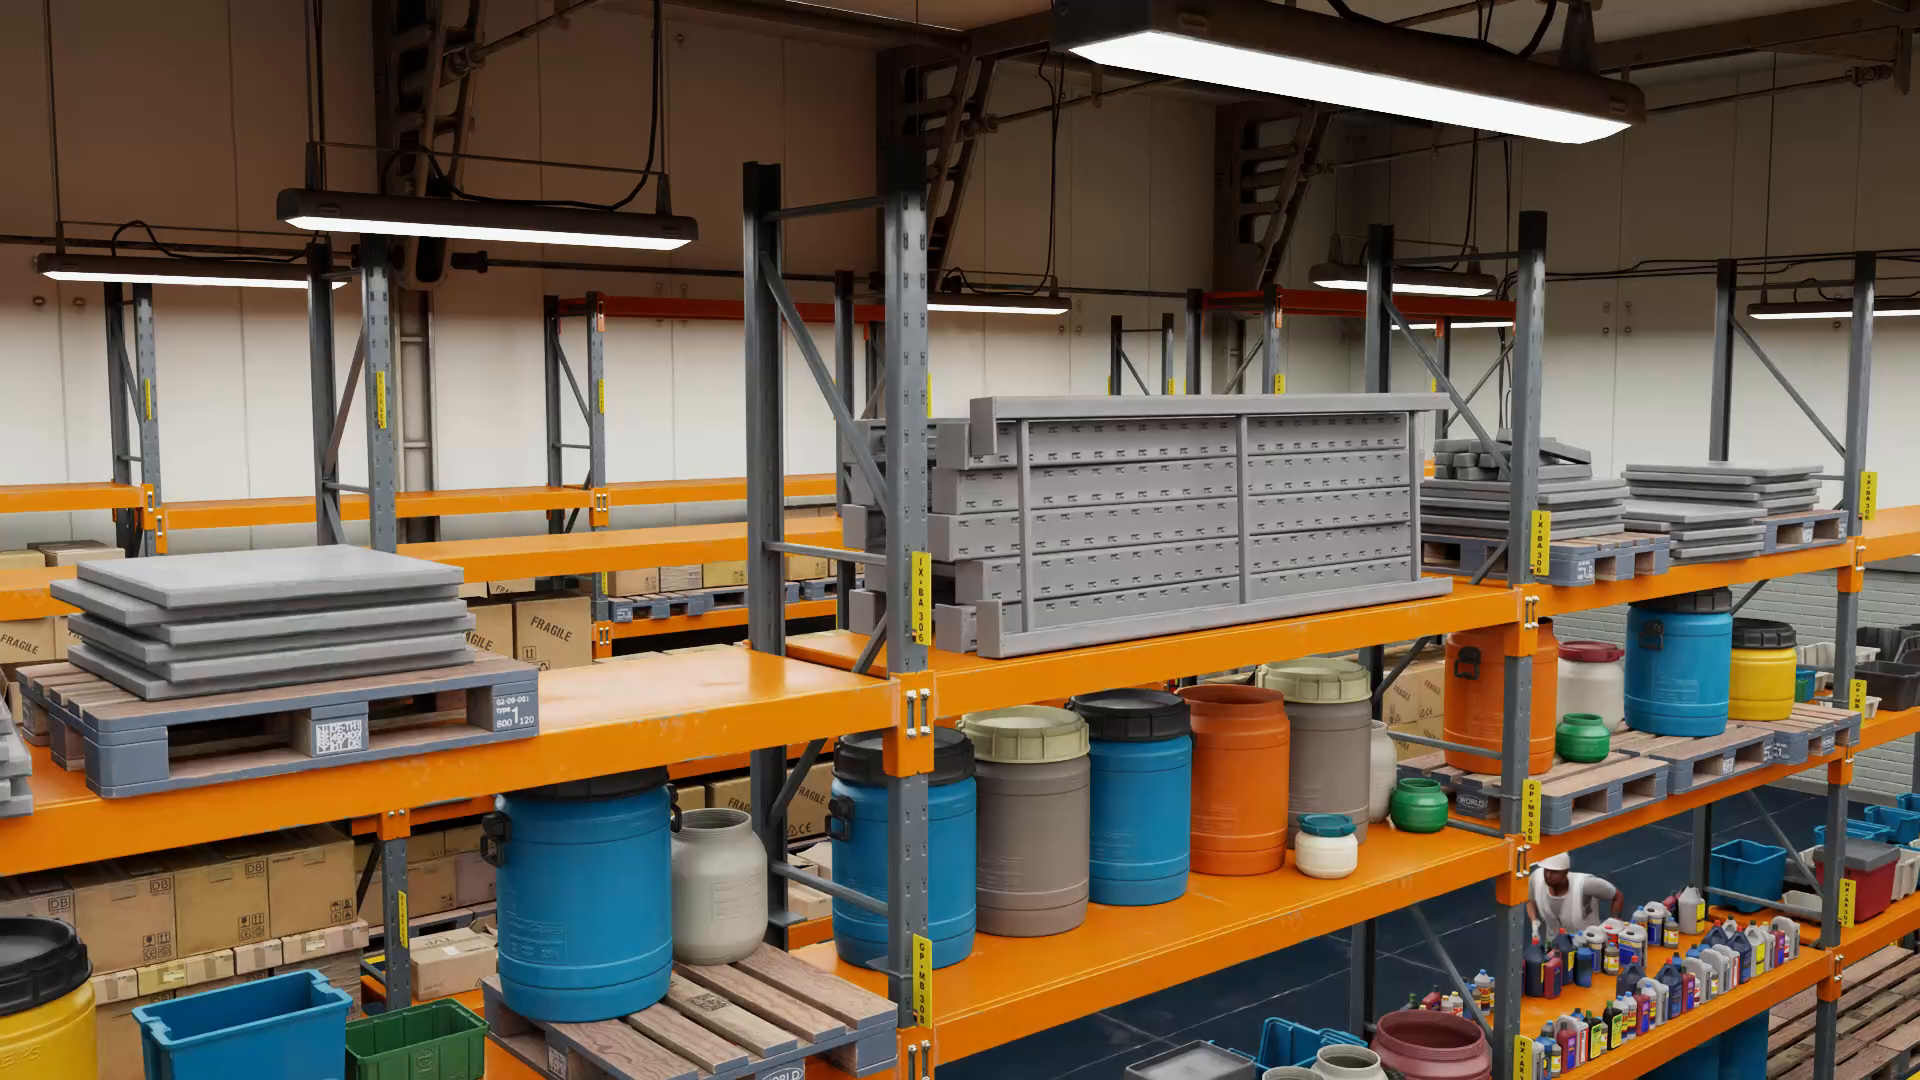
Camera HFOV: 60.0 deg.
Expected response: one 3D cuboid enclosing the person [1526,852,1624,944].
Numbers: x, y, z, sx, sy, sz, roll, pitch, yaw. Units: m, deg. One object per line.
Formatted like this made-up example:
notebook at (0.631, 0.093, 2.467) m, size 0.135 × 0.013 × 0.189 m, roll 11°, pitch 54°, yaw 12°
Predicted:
person at (4.710, 3.122, 12.688) m, size 0.727 × 1.727 × 1.058 m, roll 5°, pitch 8°, yaw 45°
